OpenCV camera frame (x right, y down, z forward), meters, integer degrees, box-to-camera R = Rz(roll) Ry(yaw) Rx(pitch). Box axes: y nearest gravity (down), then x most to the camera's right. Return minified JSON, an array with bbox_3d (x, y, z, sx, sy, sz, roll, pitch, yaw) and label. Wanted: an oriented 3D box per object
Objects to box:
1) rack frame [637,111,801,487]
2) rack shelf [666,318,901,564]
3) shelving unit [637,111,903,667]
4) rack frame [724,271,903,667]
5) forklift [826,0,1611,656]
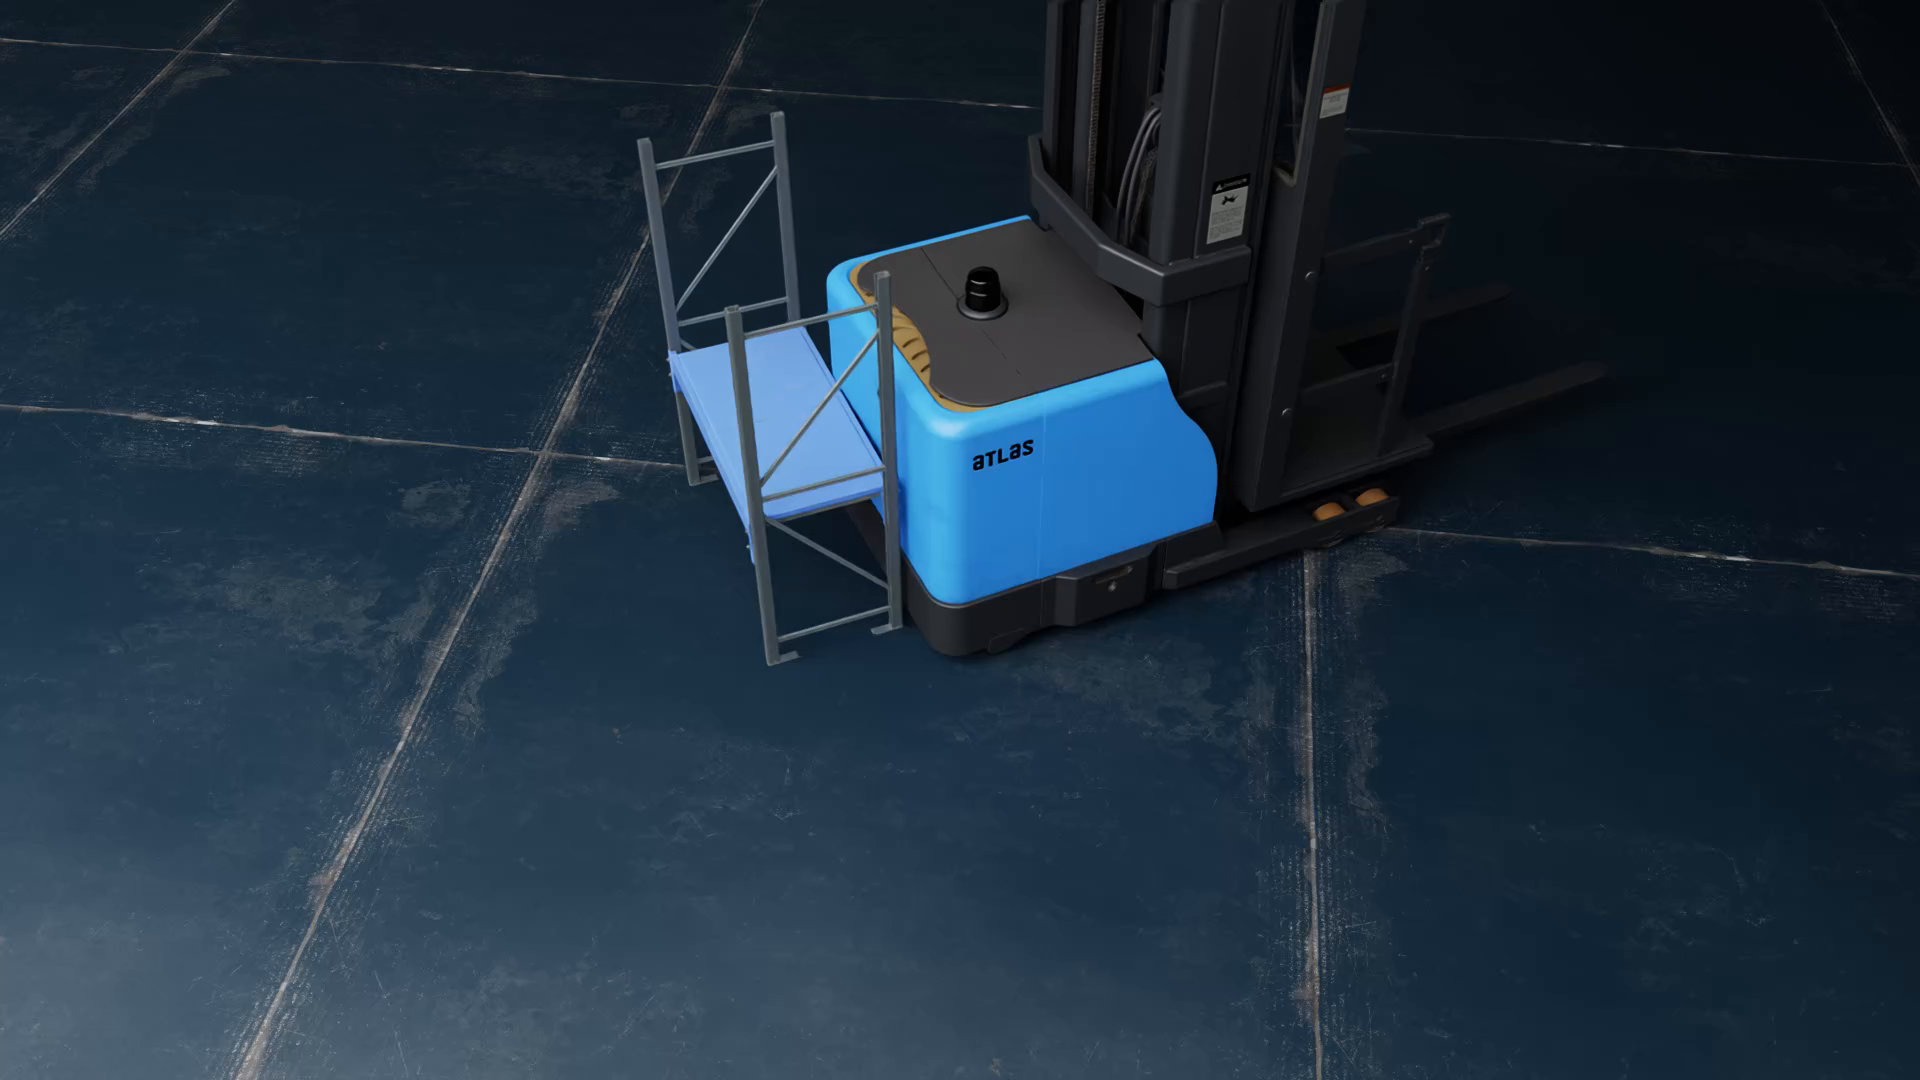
[{"bbox_3d":[-0.824,-0.825,6.030,0.500,1.500,0.032,-16,46,-16],"label":"rack frame"},{"bbox_3d":[-0.632,-0.370,5.812,0.538,0.185,1.000,-16,46,-16],"label":"rack shelf"},{"bbox_3d":[-0.632,-0.501,5.688,0.538,1.500,1.048,-16,46,-16],"label":"shelving unit"},{"bbox_3d":[-0.440,-0.177,5.346,0.500,1.500,0.032,-16,46,-16],"label":"rack frame"},{"bbox_3d":[1.088,-1.352,5.546,3.031,2.935,1.130,-18,46,-18],"label":"forklift"}]
